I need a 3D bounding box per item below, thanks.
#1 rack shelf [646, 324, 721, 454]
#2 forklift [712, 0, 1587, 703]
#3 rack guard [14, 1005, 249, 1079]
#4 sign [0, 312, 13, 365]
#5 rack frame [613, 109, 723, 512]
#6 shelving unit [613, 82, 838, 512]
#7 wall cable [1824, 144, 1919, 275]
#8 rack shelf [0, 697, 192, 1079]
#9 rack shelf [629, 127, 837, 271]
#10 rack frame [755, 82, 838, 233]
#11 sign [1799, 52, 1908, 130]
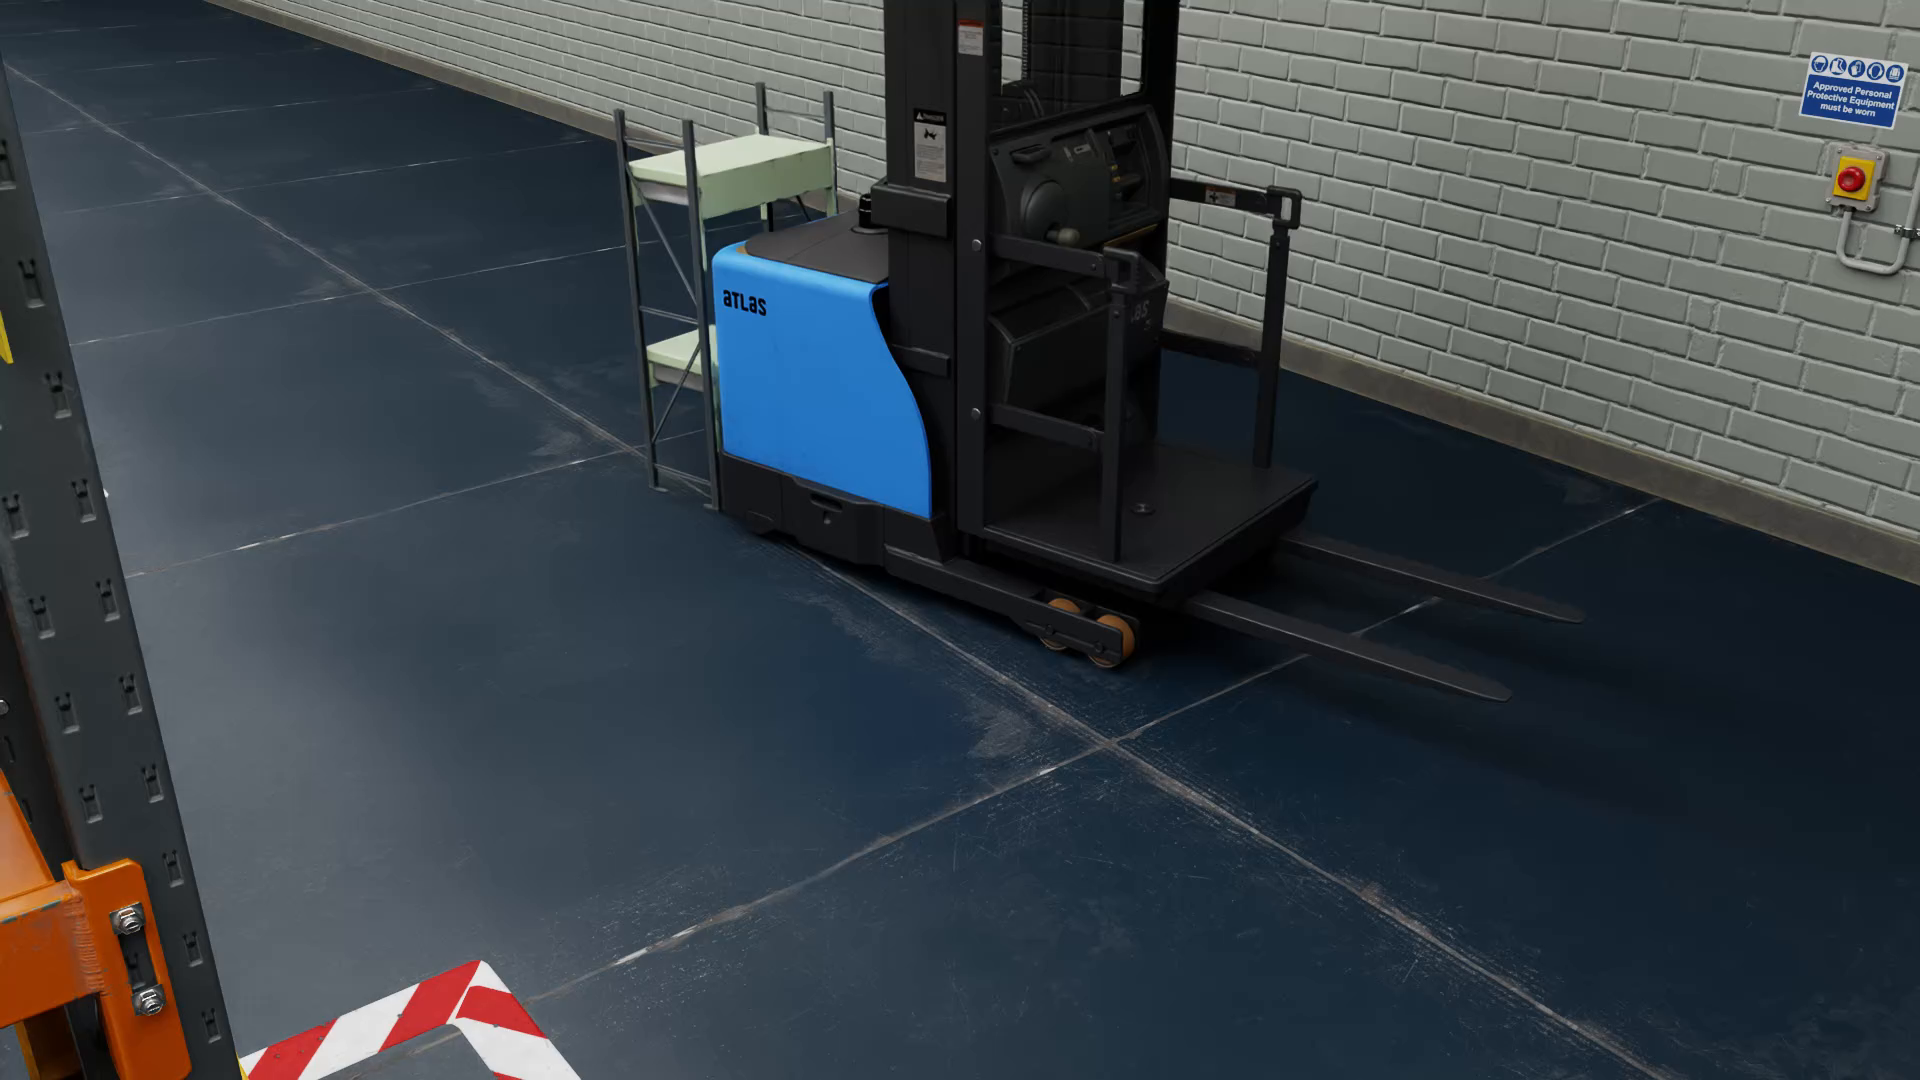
[{"bbox_3d":[-0.864,-0.668,6.674,0.431,0.370,0.720,18,30,35],"label":"rack shelf"},{"bbox_3d":[0.567,-1.171,5.291,3.031,2.935,1.130,18,30,34],"label":"forklift"},{"bbox_3d":[-1.380,1.221,3.026,0.348,0.500,1.175,-18,31,-34],"label":"rack guard"},{"bbox_3d":[-1.075,-0.356,1.798,0.005,0.325,0.100,-18,31,-34],"label":"sign"},{"bbox_3d":[-1.096,-0.845,6.279,0.400,1.500,0.023,18,30,35],"label":"rack frame"},{"bbox_3d":[-0.868,-0.965,6.539,0.431,1.500,0.755,18,30,35],"label":"shelving unit"},{"bbox_3d":[3.024,-1.855,5.439,0.123,1.953,0.585,-18,31,-34],"label":"wall cable"},{"bbox_3d":[-2.973,0.939,1.519,4.000,0.370,1.077,-18,31,-34],"label":"rack shelf"},{"bbox_3d":[-0.873,-1.321,6.378,0.431,0.370,0.720,18,30,35],"label":"rack shelf"},{"bbox_3d":[-0.640,-1.086,6.799,0.400,1.500,0.023,18,30,35],"label":"rack frame"},{"bbox_3d":[3.042,-1.534,5.671,0.001,0.218,0.327,-18,31,-34],"label":"sign"}]
